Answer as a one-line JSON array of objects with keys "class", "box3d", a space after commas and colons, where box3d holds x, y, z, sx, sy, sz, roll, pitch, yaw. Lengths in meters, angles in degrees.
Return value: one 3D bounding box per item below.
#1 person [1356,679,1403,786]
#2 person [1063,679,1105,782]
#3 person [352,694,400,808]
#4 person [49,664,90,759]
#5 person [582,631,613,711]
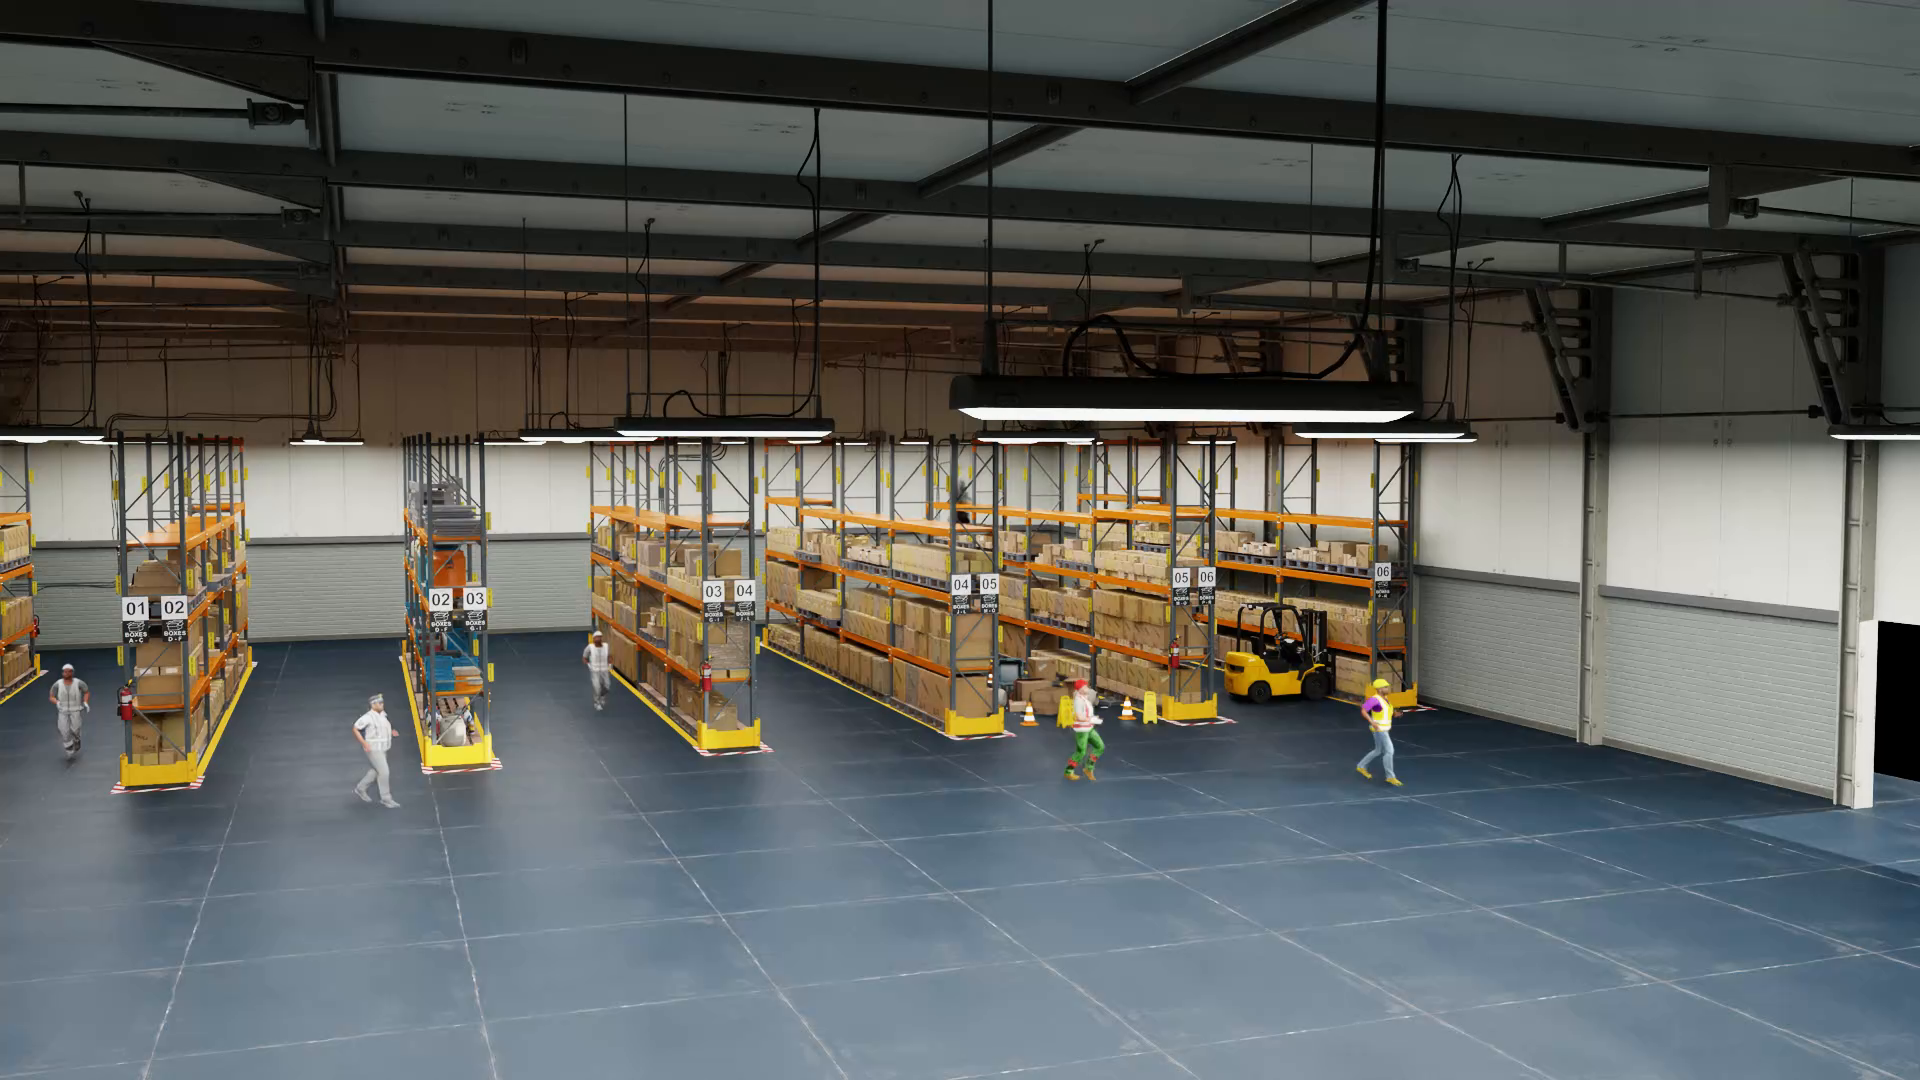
[{"class": "person", "box3d": [7.164, 3.254, 28.346, 0.841, 1.789, 0.688, 2, 4, 28]}, {"class": "person", "box3d": [2.135, 3.267, 28.511, 0.715, 1.785, 0.671, 1, 3, 22]}, {"class": "person", "box3d": [-9.345, 3.333, 26.575, 0.842, 1.767, 0.661, 1, 3, 10]}, {"class": "person", "box3d": [-16.390, 3.157, 30.599, 0.655, 1.742, 0.593, -1, 3, -24]}, {"class": "person", "box3d": [-7.868, 2.848, 36.205, 0.678, 1.733, 0.620, -2, 4, -25]}]
